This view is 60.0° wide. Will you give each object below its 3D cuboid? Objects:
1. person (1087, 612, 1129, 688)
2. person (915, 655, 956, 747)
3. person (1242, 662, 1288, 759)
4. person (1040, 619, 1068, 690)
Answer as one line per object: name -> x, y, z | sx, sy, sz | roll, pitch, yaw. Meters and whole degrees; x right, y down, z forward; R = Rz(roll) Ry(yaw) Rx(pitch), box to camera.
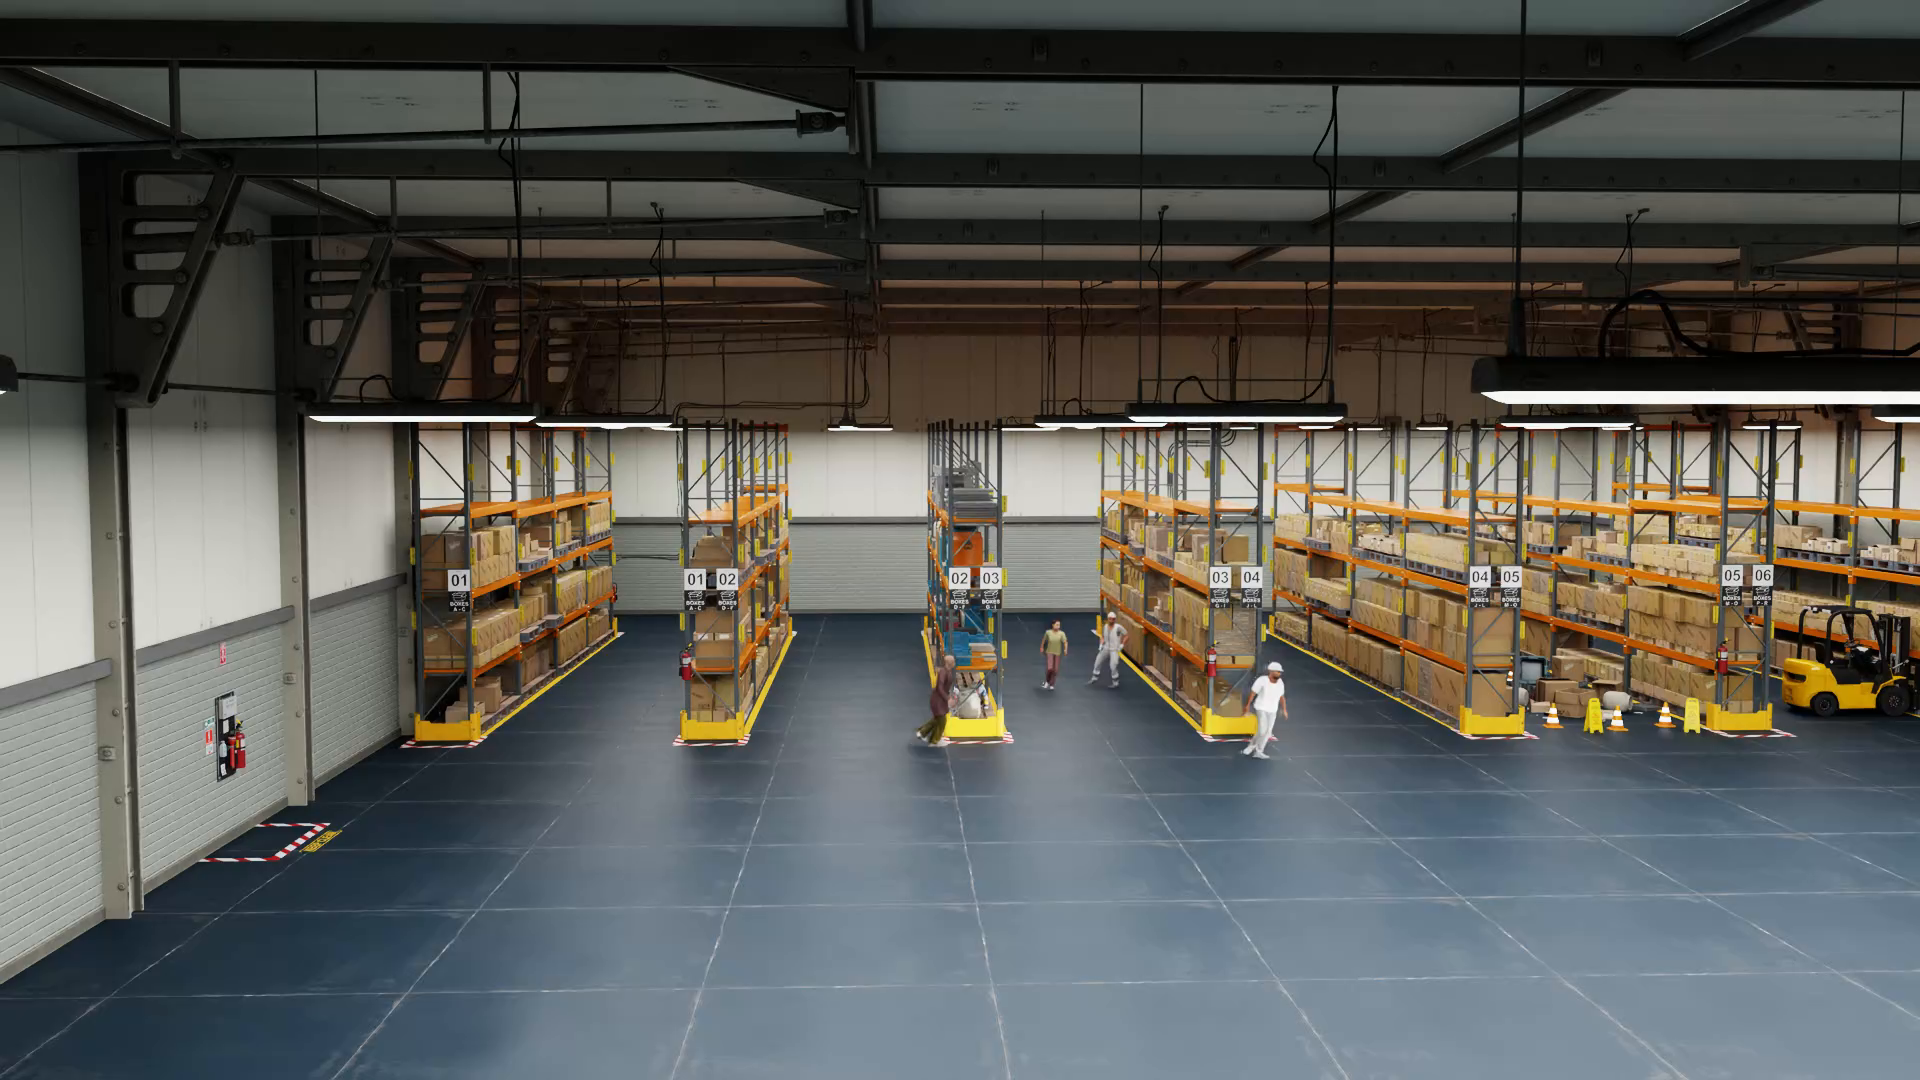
person -> 3.322, 2.472, 37.524 | 0.973, 1.714, 0.455 | 3, 5, 37
person -> -0.448, 2.929, 30.269 | 0.780, 1.707, 0.689 | 0, 4, 6
person -> 5.377, 2.992, 29.216 | 0.710, 1.731, 0.604 | -2, 4, -28
person -> 2.105, 2.542, 36.885 | 0.562, 1.609, 0.724 | 0, 4, -7
